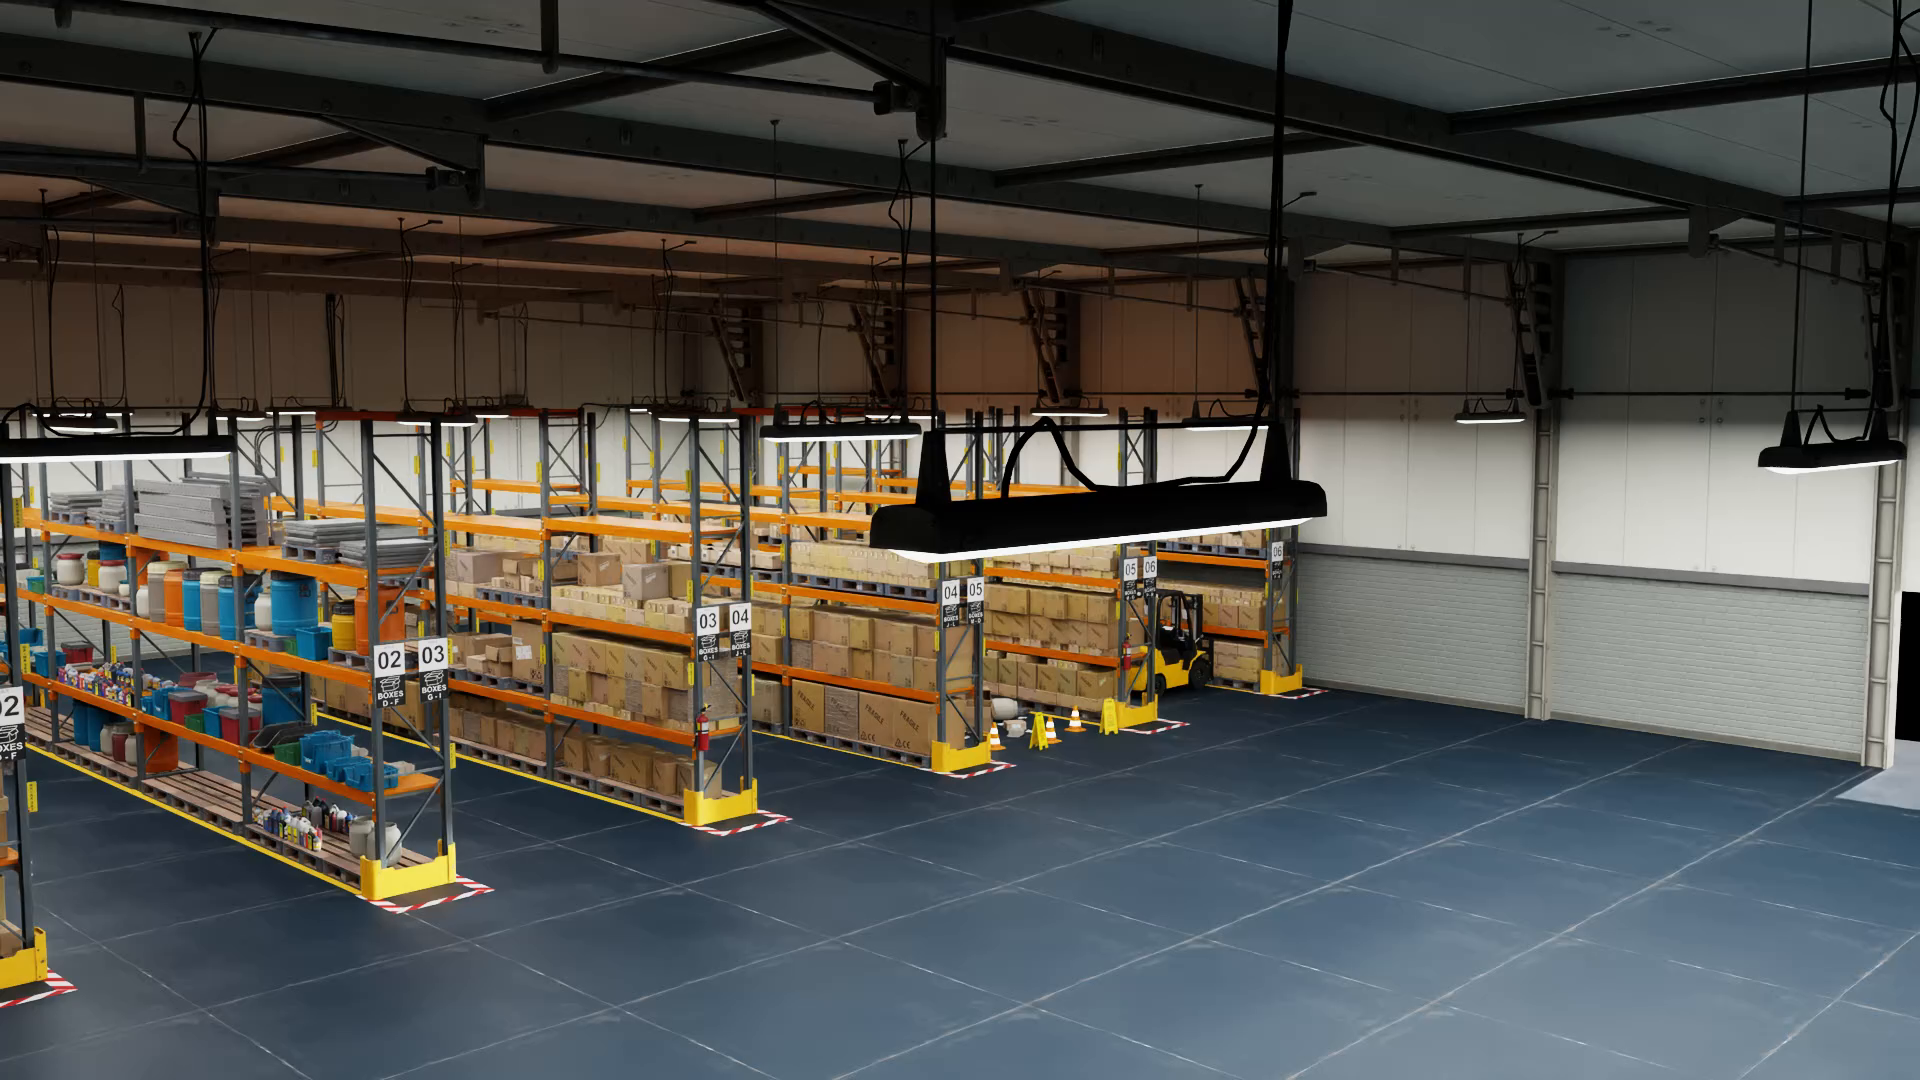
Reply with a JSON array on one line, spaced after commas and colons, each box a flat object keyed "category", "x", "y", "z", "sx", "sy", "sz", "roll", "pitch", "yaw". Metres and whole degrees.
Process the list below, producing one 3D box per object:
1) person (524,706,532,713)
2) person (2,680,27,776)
[{"category": "person", "x": -8.508, "y": 2.534, "z": 32.974, "sx": 0.609, "sy": 1.769, "sz": 0.489, "roll": -1, "pitch": 5, "yaw": -16}, {"category": "person", "x": -15.680, "y": 3.094, "z": 27.399, "sx": 0.601, "sy": 1.635, "sz": 0.735, "roll": -4, "pitch": 6, "yaw": -36}]
